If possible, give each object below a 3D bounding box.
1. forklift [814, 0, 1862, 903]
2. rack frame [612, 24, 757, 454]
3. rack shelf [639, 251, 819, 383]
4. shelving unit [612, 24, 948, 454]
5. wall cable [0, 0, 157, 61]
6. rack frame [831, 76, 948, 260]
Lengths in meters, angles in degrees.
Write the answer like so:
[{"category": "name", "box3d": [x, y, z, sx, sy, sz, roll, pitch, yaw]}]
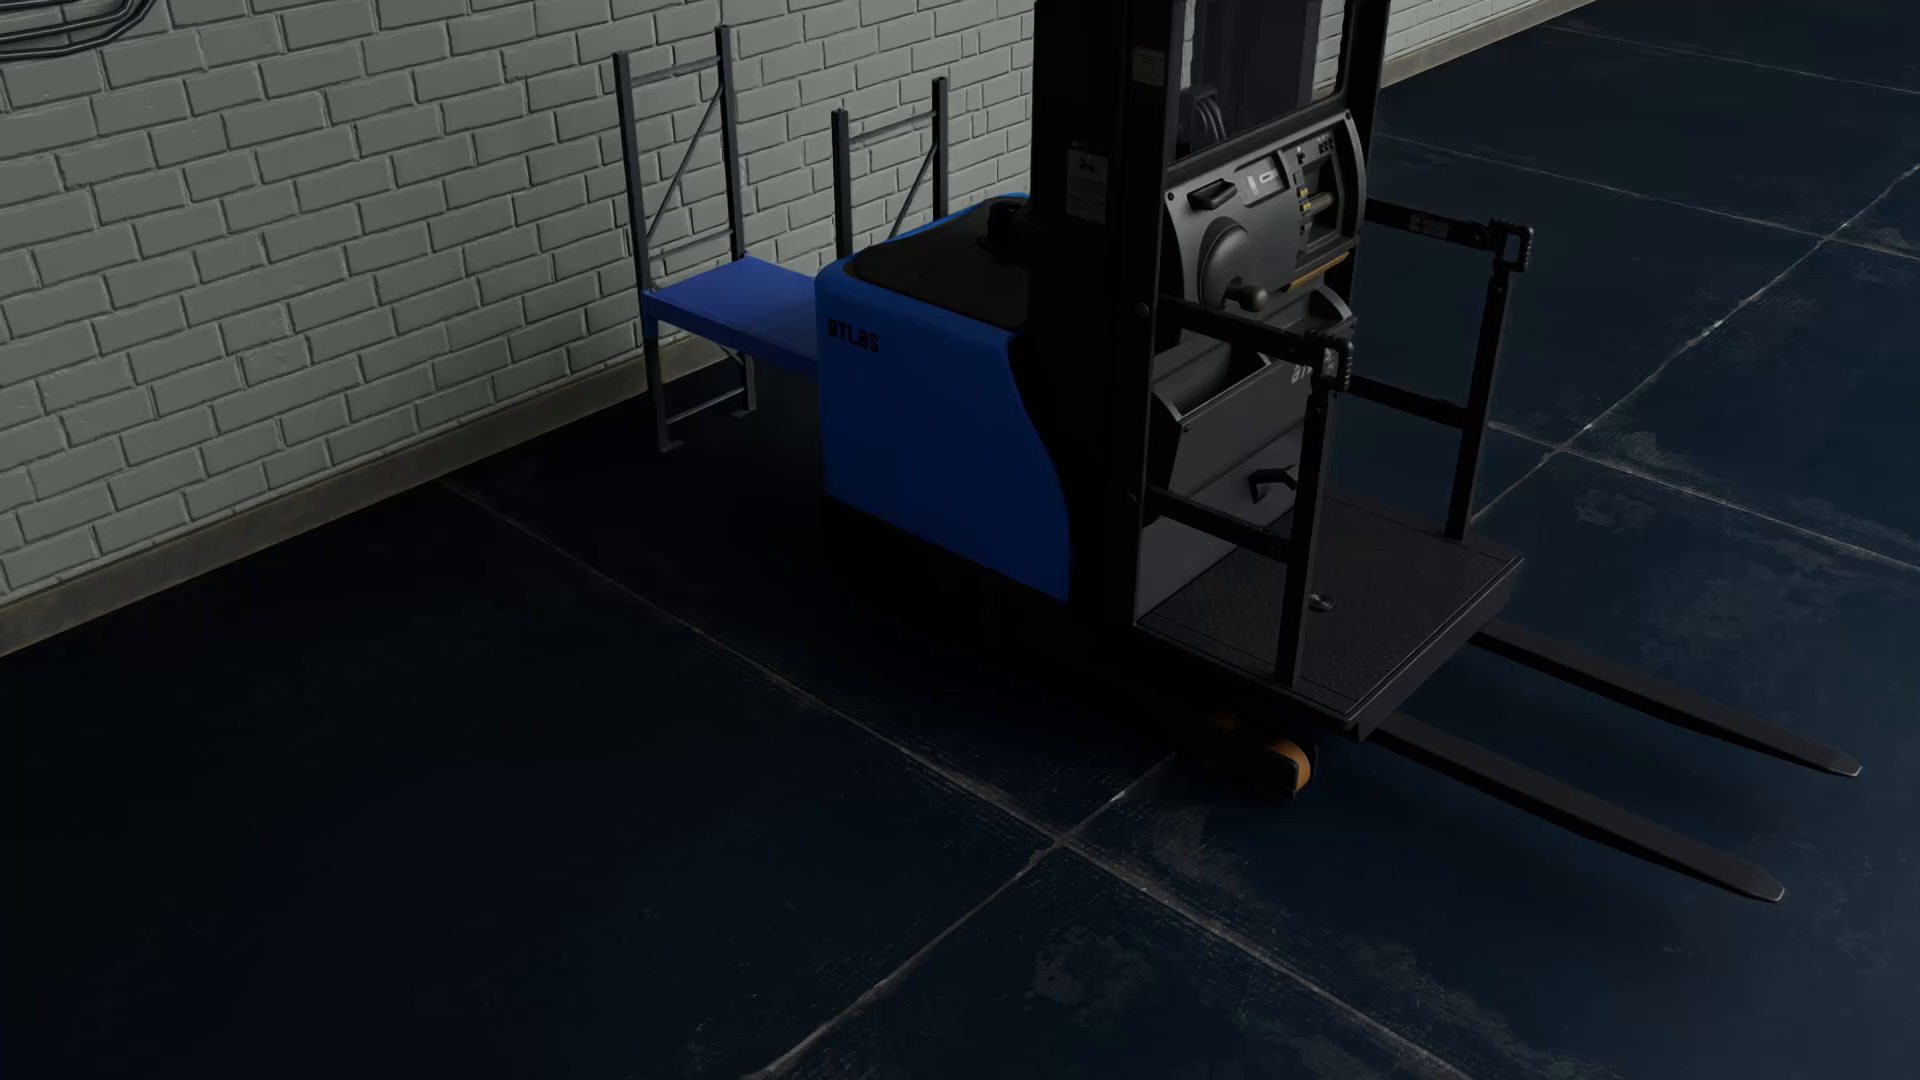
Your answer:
[{"category": "forklift", "box3d": [0.988, -0.852, 4.324, 3.031, 2.935, 1.130, 24, 38, 34]}, {"category": "rack frame", "box3d": [-0.984, -1.072, 6.077, 0.032, 1.500, 0.500, 24, 38, 34]}, {"category": "rack shelf", "box3d": [-0.598, -0.747, 5.886, 1.000, 0.185, 0.538, 24, 38, 34]}, {"category": "shelving unit", "box3d": [-0.598, -0.901, 5.793, 1.048, 1.500, 0.538, 24, 38, 34]}, {"category": "wall cable", "box3d": [-3.252, -1.981, 3.327, 0.112, 2.526, 3.097, 25, 39, 35]}, {"category": "rack frame", "box3d": [-0.212, -0.731, 5.510, 0.032, 1.500, 0.500, 24, 38, 34]}]
